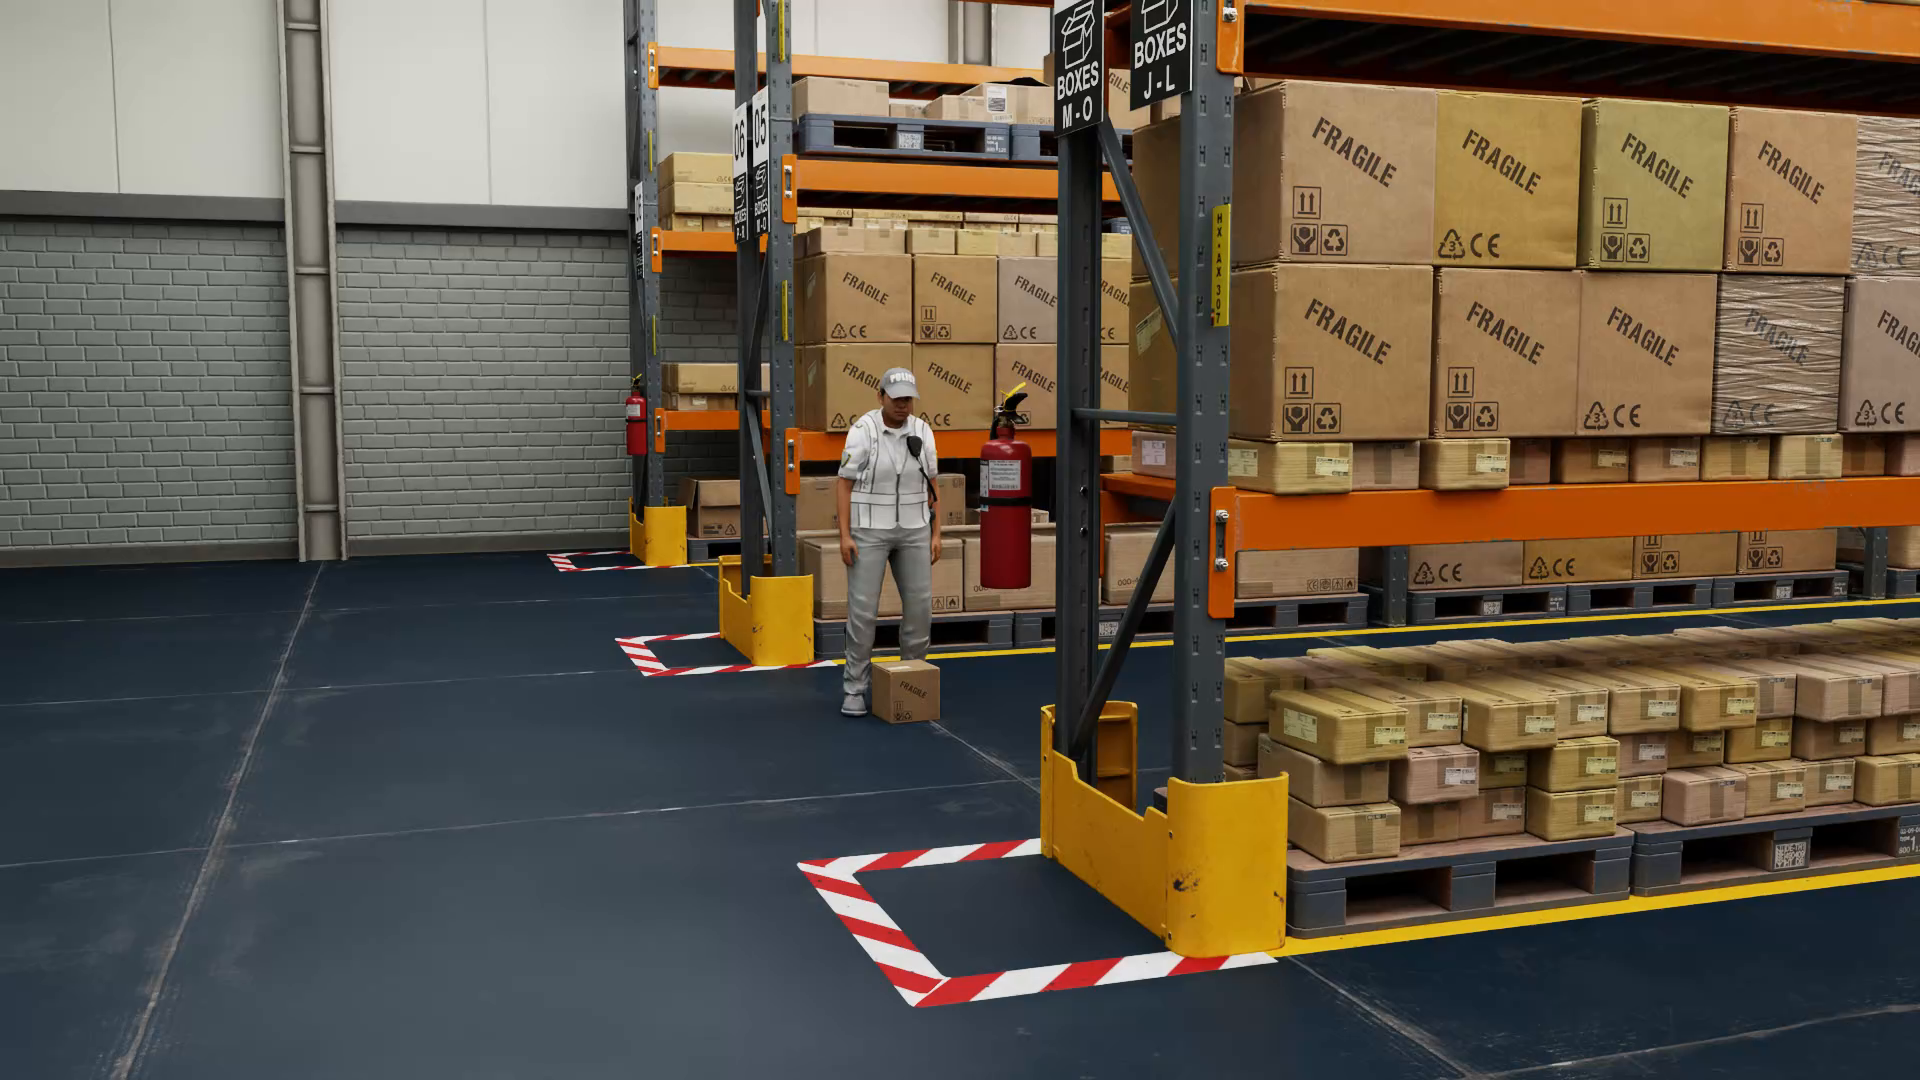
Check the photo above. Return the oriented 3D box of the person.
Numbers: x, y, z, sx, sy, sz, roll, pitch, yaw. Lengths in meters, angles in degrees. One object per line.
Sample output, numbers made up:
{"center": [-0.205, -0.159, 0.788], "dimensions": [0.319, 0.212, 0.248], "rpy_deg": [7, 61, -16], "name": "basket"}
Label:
{"center": [-0.339, -0.003, 8.069], "dimensions": [0.537, 1.666, 0.468], "rpy_deg": [-2, 6, -18], "name": "person"}
